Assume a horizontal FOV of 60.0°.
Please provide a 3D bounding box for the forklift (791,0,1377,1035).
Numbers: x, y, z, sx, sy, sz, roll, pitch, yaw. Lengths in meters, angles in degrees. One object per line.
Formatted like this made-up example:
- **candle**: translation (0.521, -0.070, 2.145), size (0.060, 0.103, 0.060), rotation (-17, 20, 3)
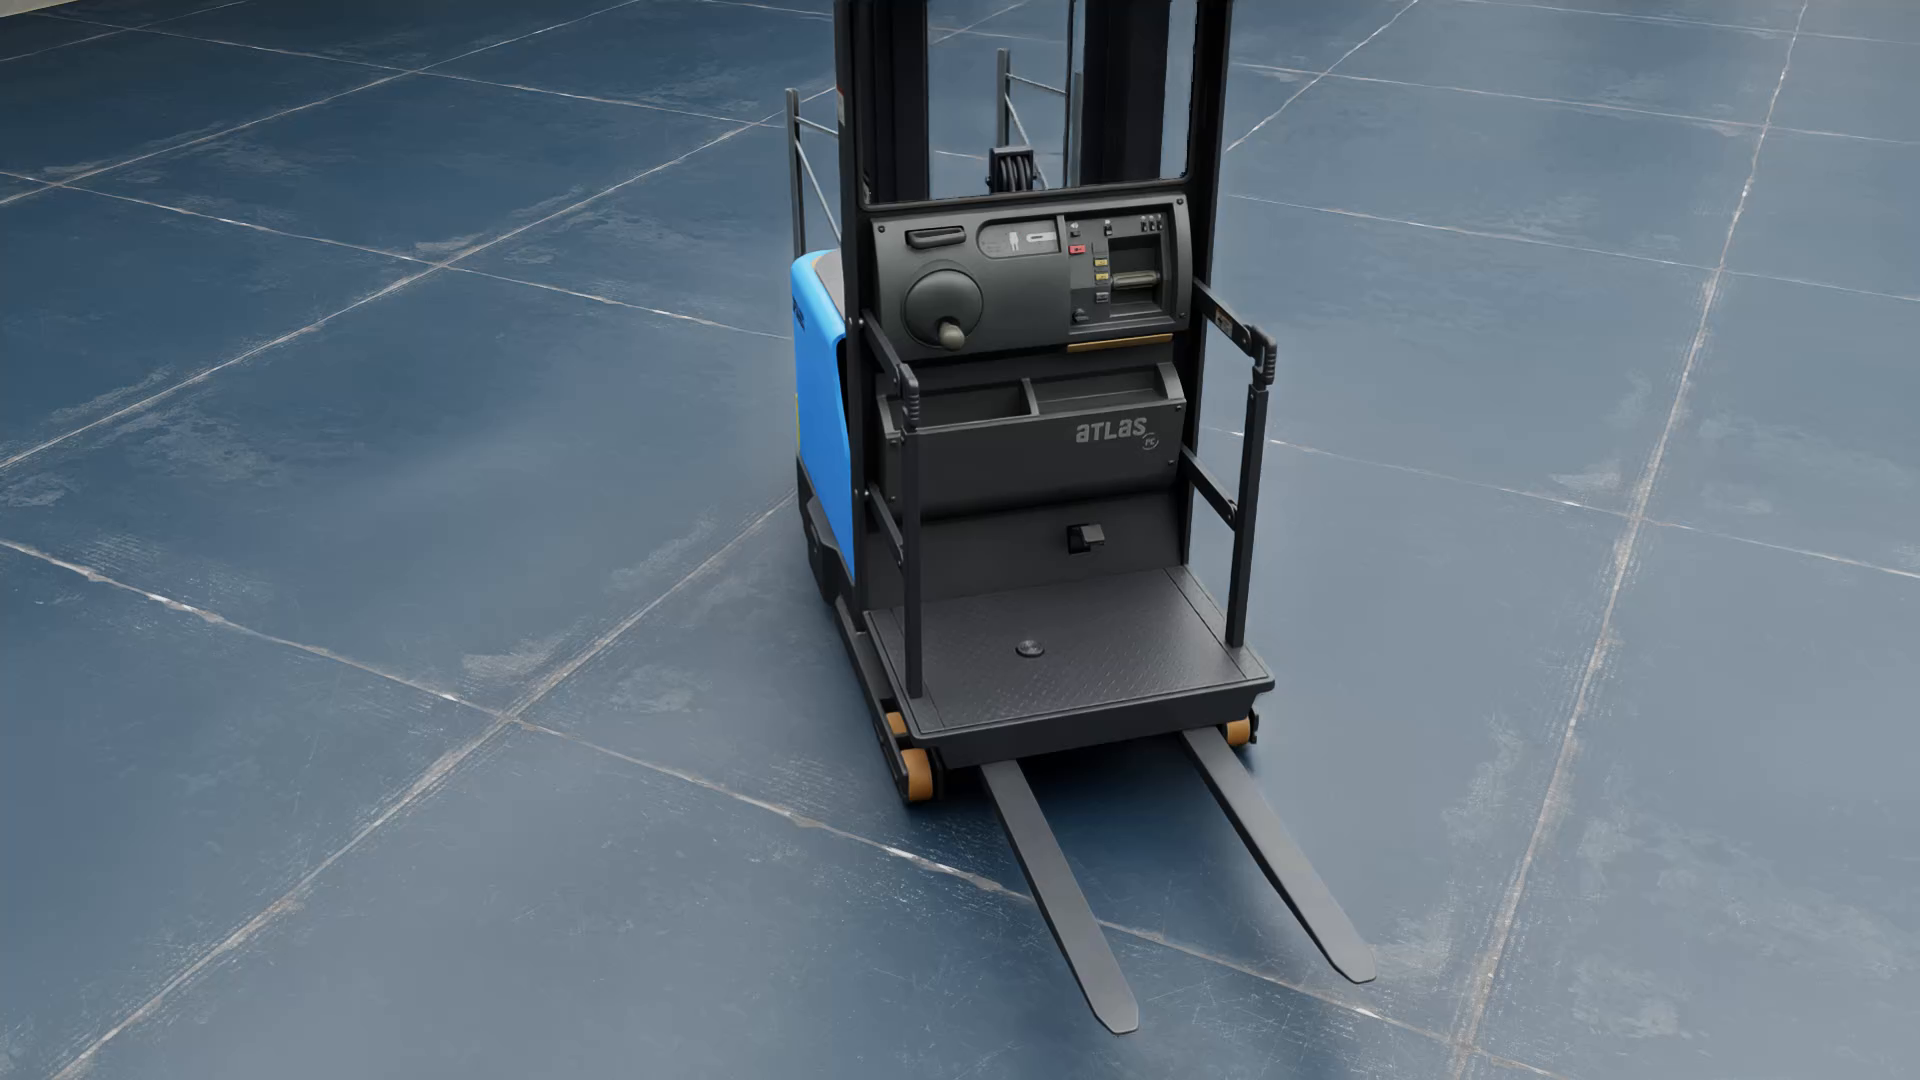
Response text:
- **forklift**: translation (0.274, -0.712, 4.546), size (1.130, 2.935, 3.031), rotation (-8, 31, -13)

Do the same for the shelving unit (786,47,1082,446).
- **shelving unit**: translation (-0.071, -1.078, 6.621), size (1.083, 1.500, 0.587), rotation (-21, 36, -33)

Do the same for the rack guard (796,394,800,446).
- **rack guard**: translation (-0.462, -0.382, 6.664), size (0.087, 0.250, 0.587), rotation (-21, 36, -33)

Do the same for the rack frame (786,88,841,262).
- **rack frame**: translation (-0.477, -0.918, 6.343), size (0.032, 1.500, 0.500), rotation (-21, 36, -33)

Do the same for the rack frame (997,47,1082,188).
- **rack frame**: translation (0.320, -1.232, 6.890), size (0.032, 1.500, 0.500), rotation (-21, 36, -33)
